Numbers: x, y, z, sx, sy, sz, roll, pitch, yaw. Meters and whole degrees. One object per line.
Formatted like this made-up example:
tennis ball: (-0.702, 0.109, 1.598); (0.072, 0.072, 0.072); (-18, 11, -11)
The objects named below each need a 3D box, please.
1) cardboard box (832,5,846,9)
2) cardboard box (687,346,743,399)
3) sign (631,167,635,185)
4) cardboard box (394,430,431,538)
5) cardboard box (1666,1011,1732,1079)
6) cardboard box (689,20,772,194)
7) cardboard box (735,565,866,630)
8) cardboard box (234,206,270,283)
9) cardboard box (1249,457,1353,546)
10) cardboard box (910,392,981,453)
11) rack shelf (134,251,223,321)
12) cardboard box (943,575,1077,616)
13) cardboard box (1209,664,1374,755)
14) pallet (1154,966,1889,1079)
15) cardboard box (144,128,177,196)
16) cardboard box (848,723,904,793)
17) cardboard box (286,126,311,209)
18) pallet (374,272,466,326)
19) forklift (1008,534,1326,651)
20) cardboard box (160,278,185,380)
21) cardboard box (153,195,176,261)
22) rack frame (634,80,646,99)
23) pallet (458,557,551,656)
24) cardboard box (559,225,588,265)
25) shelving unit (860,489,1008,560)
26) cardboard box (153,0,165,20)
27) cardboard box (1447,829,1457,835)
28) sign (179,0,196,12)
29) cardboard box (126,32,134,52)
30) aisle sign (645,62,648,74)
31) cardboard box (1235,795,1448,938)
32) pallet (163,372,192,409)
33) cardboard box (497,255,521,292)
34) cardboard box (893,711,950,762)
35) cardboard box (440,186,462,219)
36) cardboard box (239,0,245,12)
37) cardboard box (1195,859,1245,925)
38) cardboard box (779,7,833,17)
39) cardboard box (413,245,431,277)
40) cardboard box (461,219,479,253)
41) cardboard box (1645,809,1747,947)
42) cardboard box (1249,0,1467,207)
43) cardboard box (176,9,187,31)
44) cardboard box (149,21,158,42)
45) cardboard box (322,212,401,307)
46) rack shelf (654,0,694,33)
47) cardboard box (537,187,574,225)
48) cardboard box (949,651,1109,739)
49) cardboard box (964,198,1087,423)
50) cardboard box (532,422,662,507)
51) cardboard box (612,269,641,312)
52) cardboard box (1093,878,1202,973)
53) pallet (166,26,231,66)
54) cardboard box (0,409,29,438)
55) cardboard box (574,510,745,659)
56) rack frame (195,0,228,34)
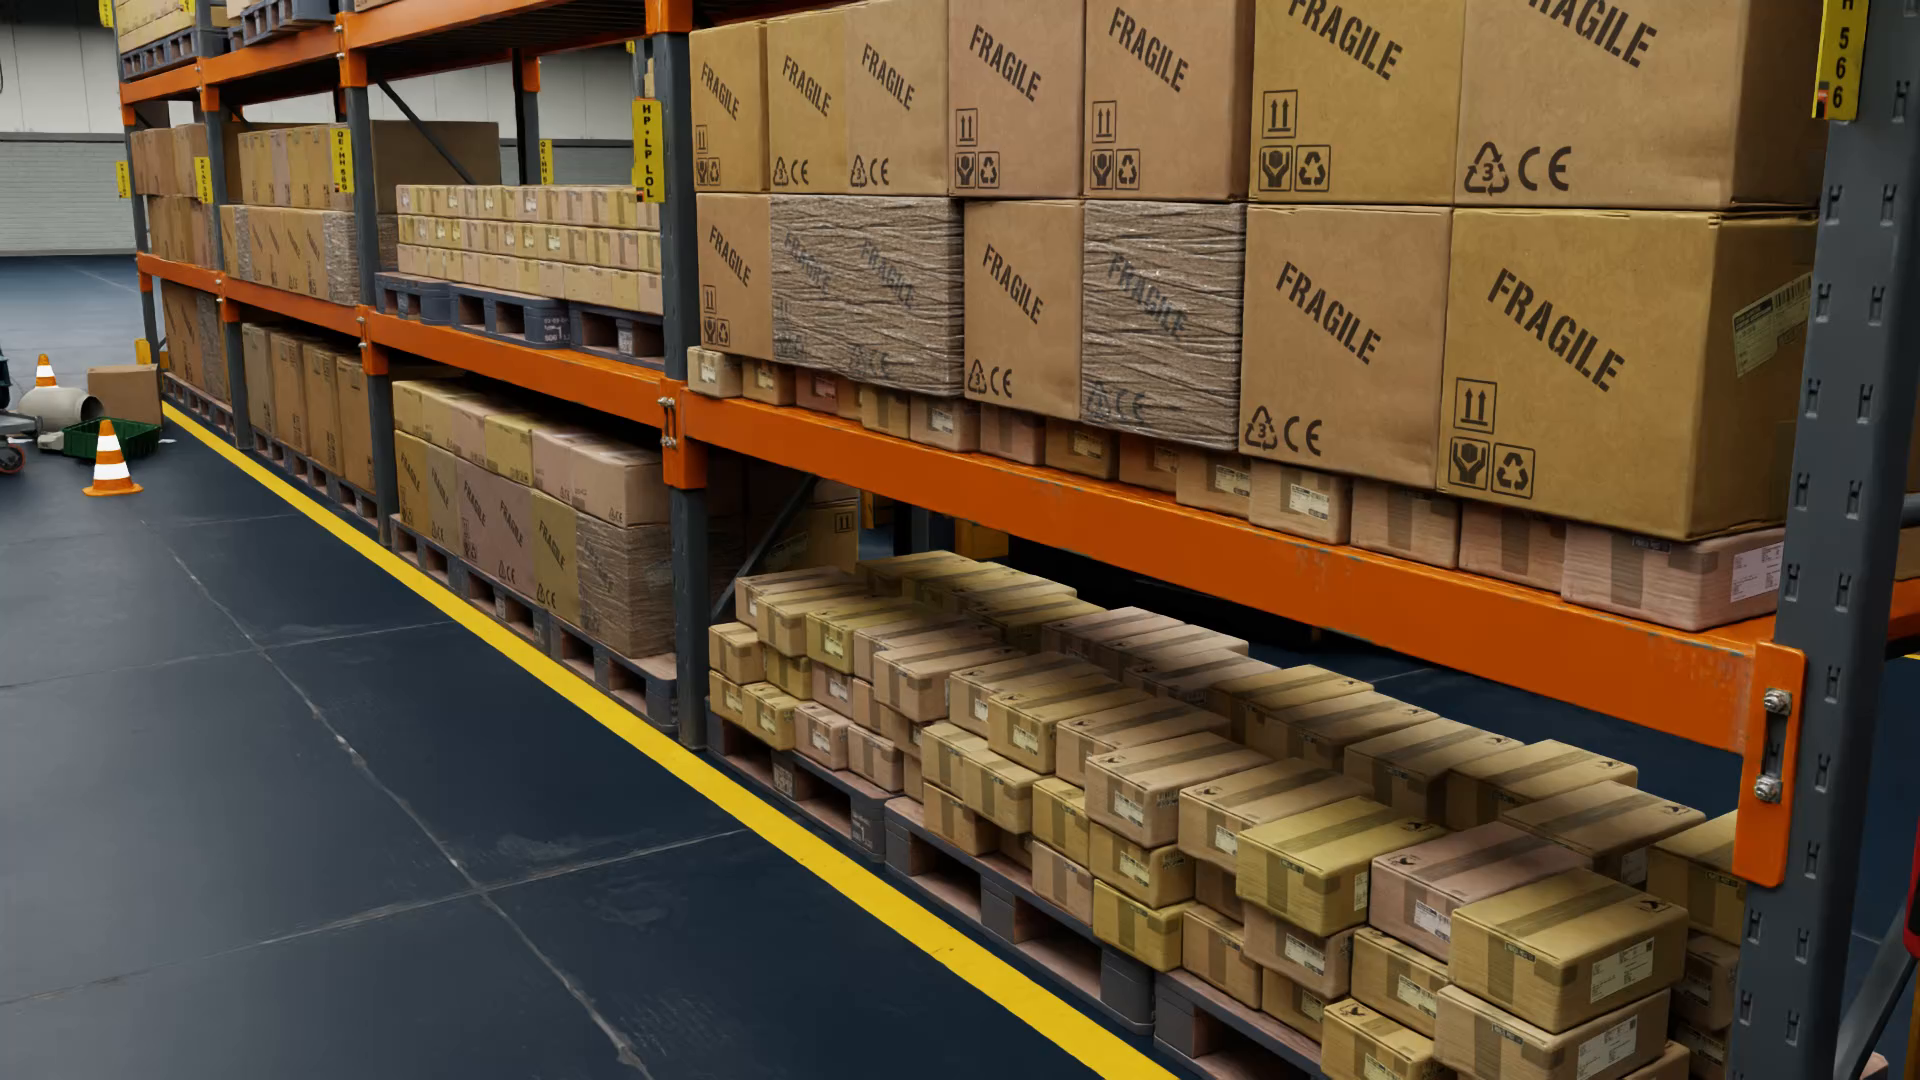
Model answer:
cardboard box: (-0.635, -4.396, 14.197); (0.797, 0.503, 0.637); (-9, 15, -36)
cardboard box: (-0.681, -0.567, 5.520); (0.380, 0.149, 0.250); (-7, 14, -31)
sign: (-3.480, -3.841, 17.876); (0.100, 0.325, 0.005); (-8, 15, -33)
cardboard box: (-2.602, -0.318, 8.663); (0.500, 0.500, 0.500); (-9, 15, -35)
cardboard box: (1.627, 0.989, 3.507); (0.380, 0.149, 0.250); (-8, 15, -32)
cardboard box: (-0.518, -1.352, 5.253); (0.500, 0.500, 0.500); (-8, 14, -31)
cardboard box: (-0.547, 0.204, 5.705); (0.380, 0.149, 0.250); (-7, 14, -30)
cardboard box: (-4.650, -2.035, 11.413); (0.500, 0.500, 0.500); (-8, 15, -32)
cardboard box: (0.816, -0.103, 3.400); (0.380, 0.149, 0.250); (-8, 14, -31)
cardboard box: (0.089, -0.338, 4.476); (0.380, 0.149, 0.250); (-7, 14, -30)
rack shelf: (-6.106, -2.206, 14.111); (1.077, 0.370, 4.000); (-8, 15, -33)
cardboard box: (0.167, 0.235, 5.564); (0.380, 0.149, 0.250); (-8, 15, -33)
cardboard box: (0.898, 0.465, 4.514); (0.380, 0.149, 0.250); (-8, 15, -32)
pallet: (1.188, 1.133, 3.688); (1.003, 0.211, 1.213); (-8, 15, -33)
cardboard box: (-6.462, -3.240, 14.280); (0.875, 0.550, 0.550); (-8, 15, -33)
cardboard box: (-0.120, 0.636, 5.121); (0.380, 0.149, 0.250); (-8, 15, -34)
cardboard box: (-3.873, -2.380, 10.649); (0.700, 0.500, 0.500); (-8, 15, -33)
pallet: (-2.298, -1.282, 8.653); (1.213, 0.211, 1.003); (-8, 15, -33)
forklift: (1.635, -1.076, 7.420); (1.130, 2.935, 3.031); (-12, 17, -43)
cardboard box: (-6.783, -1.967, 15.327); (0.875, 0.875, 0.875); (-8, 15, -32)
cardboard box: (-6.442, -2.716, 14.408); (0.875, 0.550, 0.550); (-8, 15, -33)
rack frame: (-3.029, -3.482, 18.263); (1.000, 3.000, 0.127); (-8, 15, -33)
pallet: (-1.678, 0.228, 7.824); (1.003, 0.211, 1.213); (-8, 15, -33)
cardboard box: (-1.387, -1.193, 6.705); (0.380, 0.149, 0.250); (-9, 15, -35)
shelving unit: (-0.042, -0.746, 9.264); (0.587, 1.500, 1.083); (-8, 15, -33)
cardboard box: (-6.039, -4.229, 13.096); (0.500, 0.250, 0.500); (-8, 15, -33)
cardboard box: (1.260, 0.763, 3.845); (0.380, 0.149, 0.250); (-8, 15, -32)
sign: (-5.459, -3.892, 11.721); (0.100, 0.325, 0.005); (-8, 15, -33)
cardboard box: (-7.011, -4.321, 14.448); (0.380, 0.149, 0.250); (-8, 15, -33)
aisle sign: (-3.313, -4.727, 17.873); (0.394, 0.787, 0.004); (-8, 15, -33)
cardboard box: (0.806, 0.683, 3.515); (0.380, 0.149, 0.250); (-8, 15, -34)
pallet: (-6.706, -1.418, 15.350); (1.003, 0.211, 1.213); (-8, 15, -33)
cardboard box: (-1.822, -1.187, 7.373); (0.380, 0.149, 0.250); (-9, 15, -35)
cardboard box: (0.029, 0.539, 4.868); (0.380, 0.149, 0.250); (-7, 14, -30)
cardboard box: (-2.257, -1.619, 7.957); (0.380, 0.149, 0.250); (-9, 15, -35)
cardboard box: (-4.630, -3.584, 11.080); (0.250, 0.149, 0.380); (-8, 15, -33)
cardboard box: (0.768, 0.763, 3.847); (0.380, 0.149, 0.250); (-8, 15, -33)
cardboard box: (-1.274, -4.724, 14.821); (0.500, 0.500, 0.500); (-9, 15, -34)
cardboard box: (-2.553, -1.421, 8.445); (0.380, 0.149, 0.250); (-7, 14, -30)
cardboard box: (-2.101, -1.424, 7.760); (0.380, 0.149, 0.250); (-8, 15, -33)
cardboard box: (1.643, 0.696, 3.454); (0.380, 0.149, 0.250); (-9, 15, -35)
cardboard box: (0.910, -0.892, 3.148); (0.500, 0.500, 0.500); (-9, 15, -35)
cardboard box: (-5.605, -3.870, 12.386); (0.380, 0.149, 0.250); (-8, 15, -32)
cardboard box: (-6.312, -4.096, 13.422); (0.380, 0.149, 0.250); (-8, 15, -33)
cardboard box: (-3.255, -1.587, 9.364); (0.500, 0.500, 0.500); (-8, 15, -33)
rack shelf: (0.543, -1.537, 4.031); (1.077, 0.370, 4.000); (-8, 15, -33)
cardboard box: (-1.520, -1.385, 6.885); (0.380, 0.149, 0.250); (-9, 15, -35)
cardboard box: (0.194, 0.437, 4.642); (0.380, 0.149, 0.250); (-9, 15, -35)
cardboard box: (0.350, -0.582, 4.072); (0.500, 0.500, 0.500); (-7, 14, -30)
cardboard box: (-1.462, -0.325, 6.937); (0.500, 0.250, 0.500); (-7, 14, -30)
cardboard box: (-1.095, -0.954, 6.310); (0.380, 0.149, 0.250); (-8, 15, -32)
cardboard box: (0.543, 0.880, 4.006); (0.380, 0.149, 0.250); (-9, 15, -35)
pallet: (-5.442, -3.770, 12.767); (1.003, 0.211, 1.213); (-8, 15, -33)
cardboard box: (-7.483, -0.953, 13.100); (0.396, 0.266, 0.258); (-5, 13, -23)
cardboard box: (-1.185, 0.136, 6.589); (0.500, 0.500, 0.500); (-8, 15, -34)
rack frame: (-4.998, -5.132, 11.766); (1.000, 3.000, 0.127); (-8, 15, -33)
